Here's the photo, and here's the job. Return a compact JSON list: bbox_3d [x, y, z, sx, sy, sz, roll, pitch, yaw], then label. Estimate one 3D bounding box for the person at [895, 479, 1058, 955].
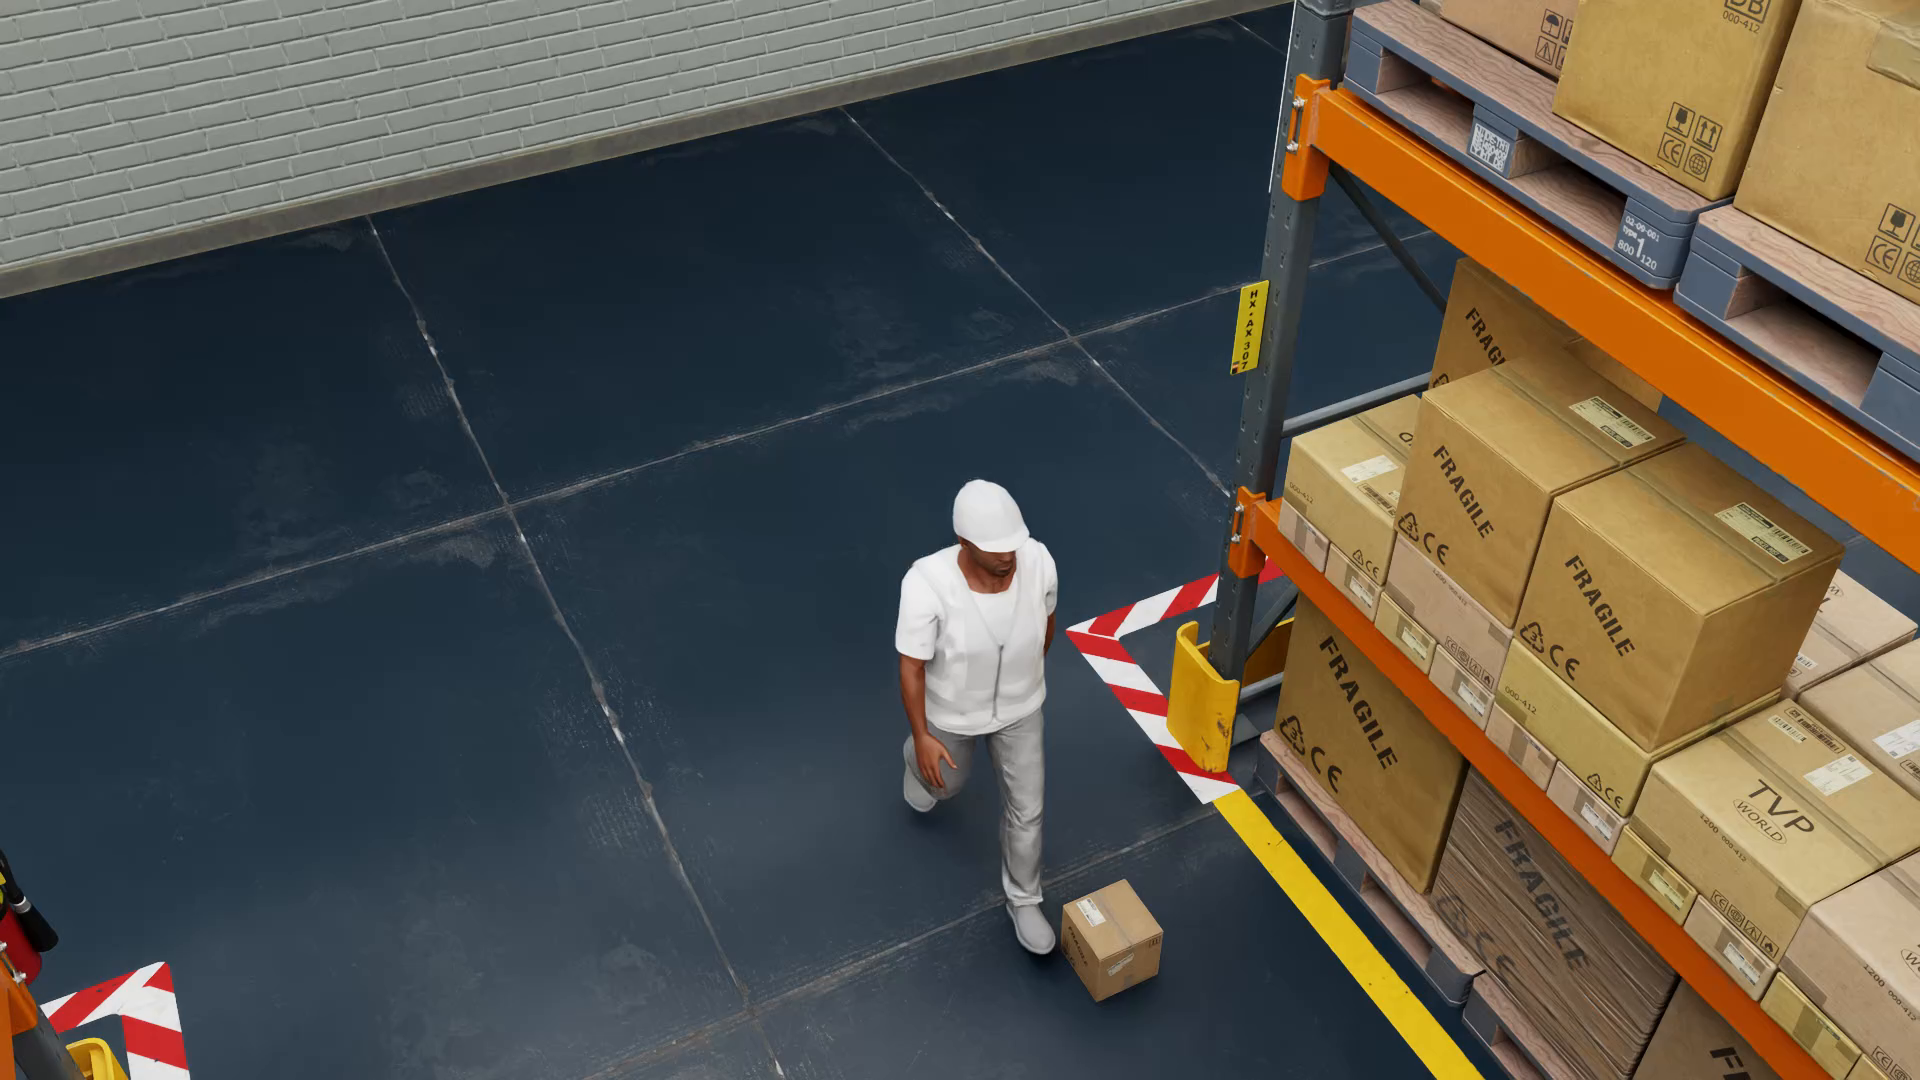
[{"bbox_3d":[0.076,0.537,5.549,0.583,1.738,0.986,-11,42,-12],"label":"person"}]
